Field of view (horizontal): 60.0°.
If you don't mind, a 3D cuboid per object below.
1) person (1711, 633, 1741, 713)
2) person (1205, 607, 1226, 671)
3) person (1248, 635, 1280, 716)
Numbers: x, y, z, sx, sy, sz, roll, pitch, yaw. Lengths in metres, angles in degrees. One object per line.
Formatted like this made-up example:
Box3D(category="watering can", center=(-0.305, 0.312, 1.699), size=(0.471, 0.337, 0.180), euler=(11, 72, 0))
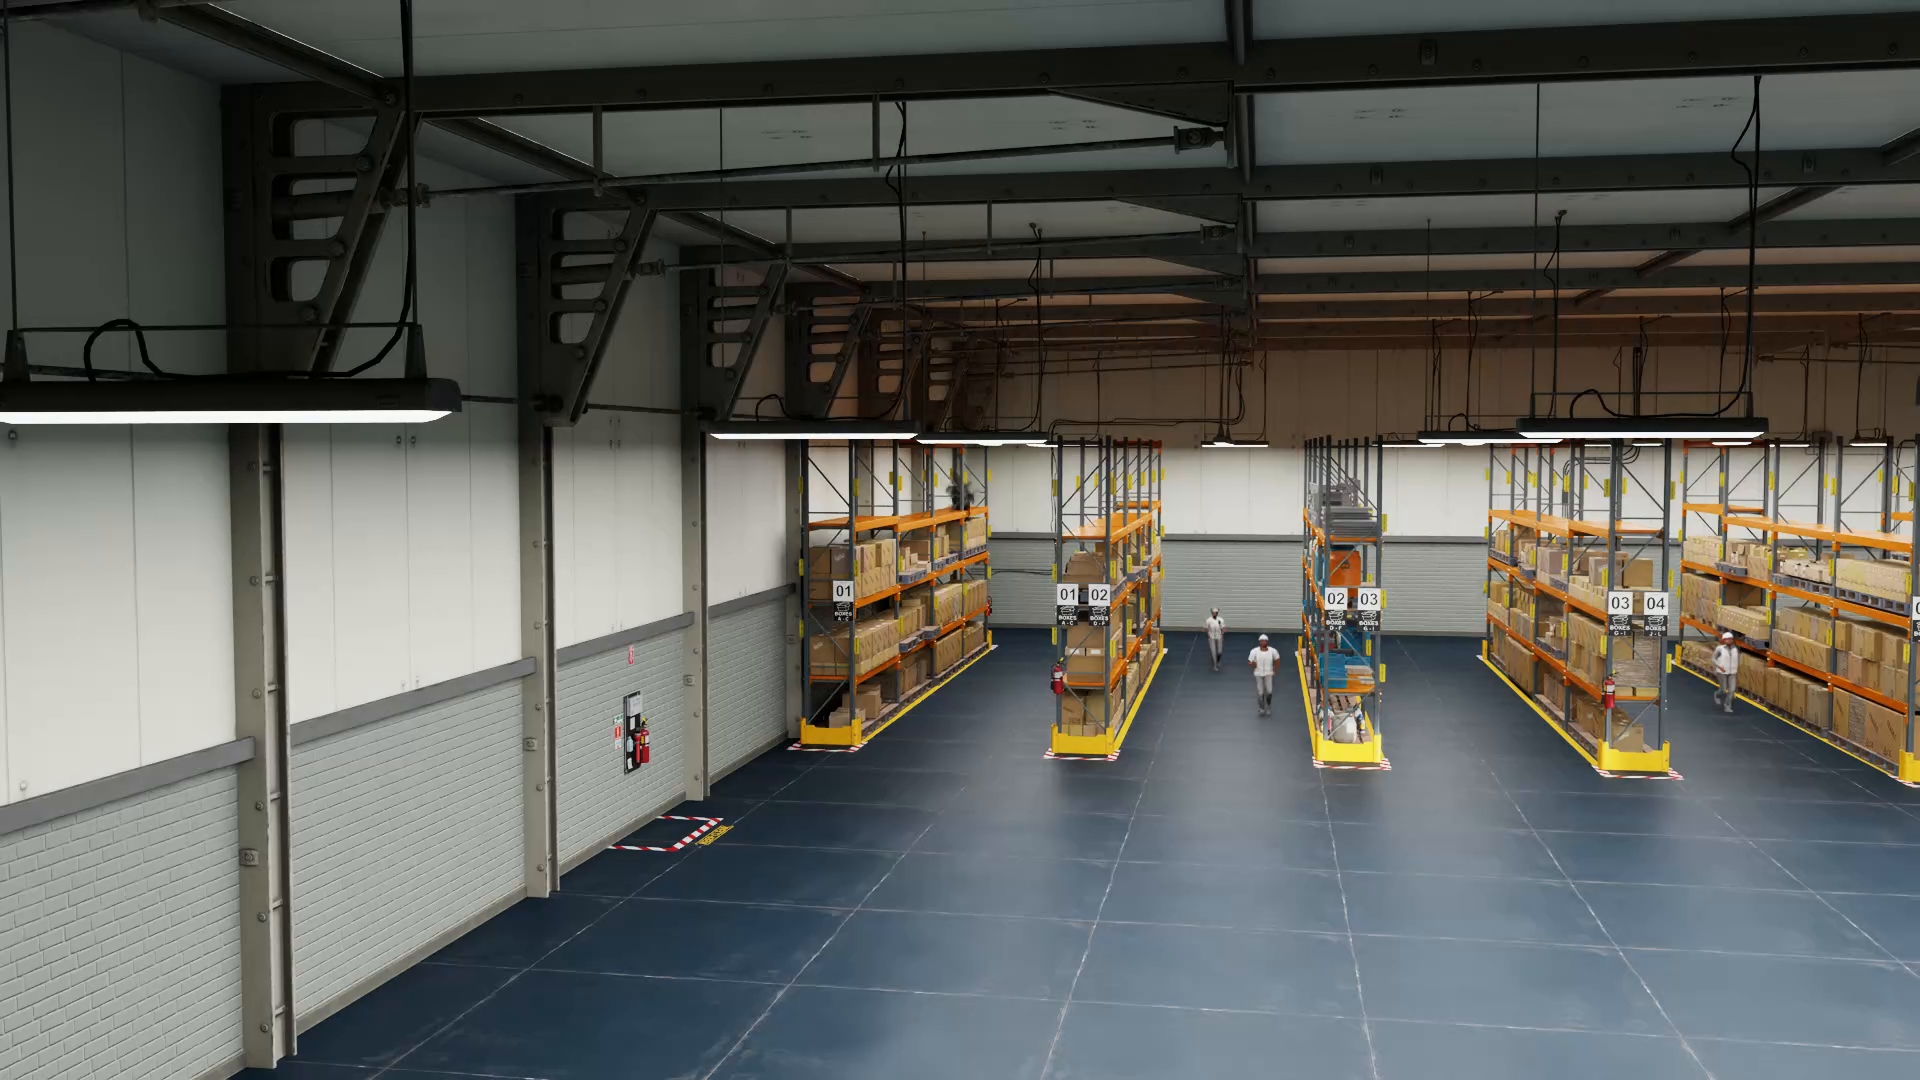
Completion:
Box3D(category="person", center=(16.766, 2.887, 36.374), size=(0.651, 1.738, 0.733), euler=(0, 3, 2))
Box3D(category="person", center=(6.617, 2.562, 43.091), size=(0.550, 1.655, 0.524), euler=(0, 3, 6))
Box3D(category="person", center=(6.538, 2.916, 35.730), size=(0.680, 1.749, 0.626), euler=(0, 3, 9))
